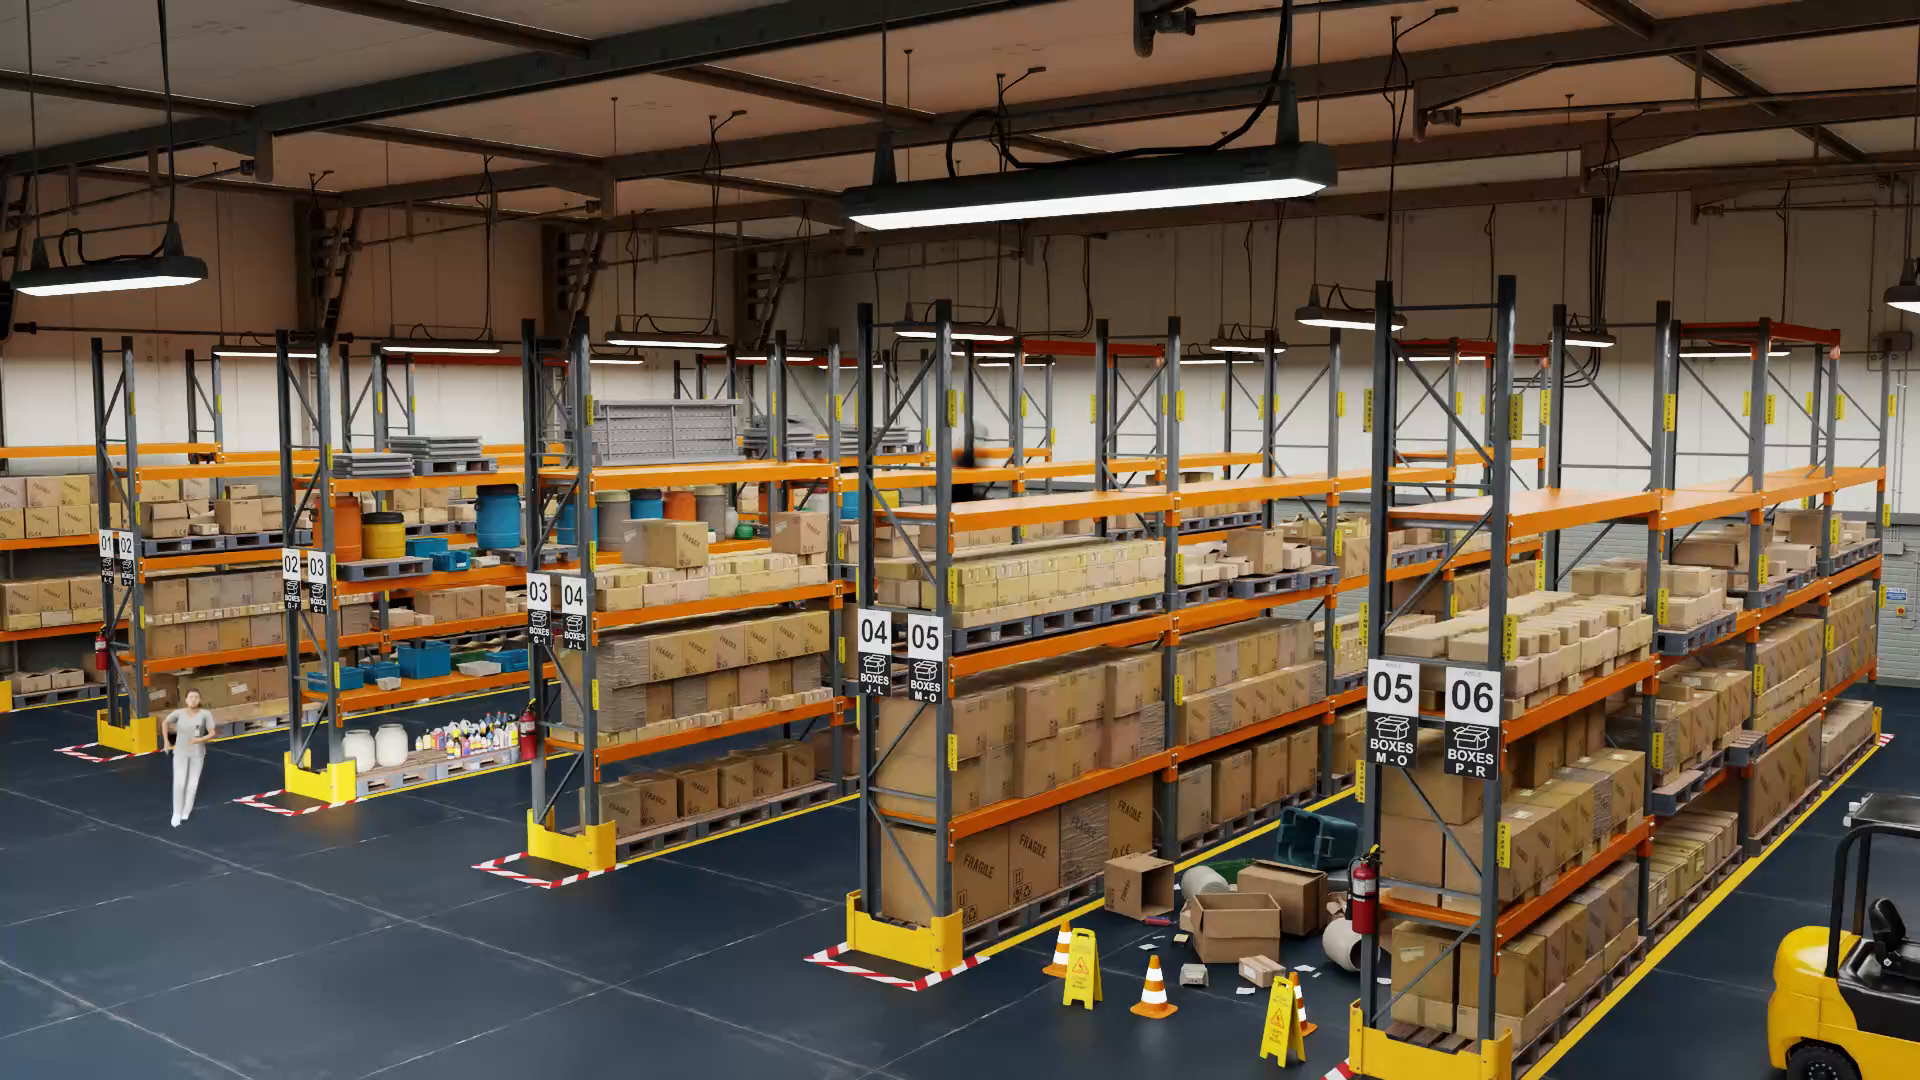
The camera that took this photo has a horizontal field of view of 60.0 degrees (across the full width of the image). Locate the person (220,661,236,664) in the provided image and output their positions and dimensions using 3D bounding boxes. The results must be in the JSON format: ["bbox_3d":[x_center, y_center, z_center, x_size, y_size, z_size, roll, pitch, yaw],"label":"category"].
[{"bbox_3d":[-11.949,1.876,27.188,0.656,1.765,0.978,3,6,31],"label":"person"}]

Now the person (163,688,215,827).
[{"bbox_3d":[-9.275,2.604,20.042,0.568,1.635,0.624,-3,6,-28],"label":"person"}]
